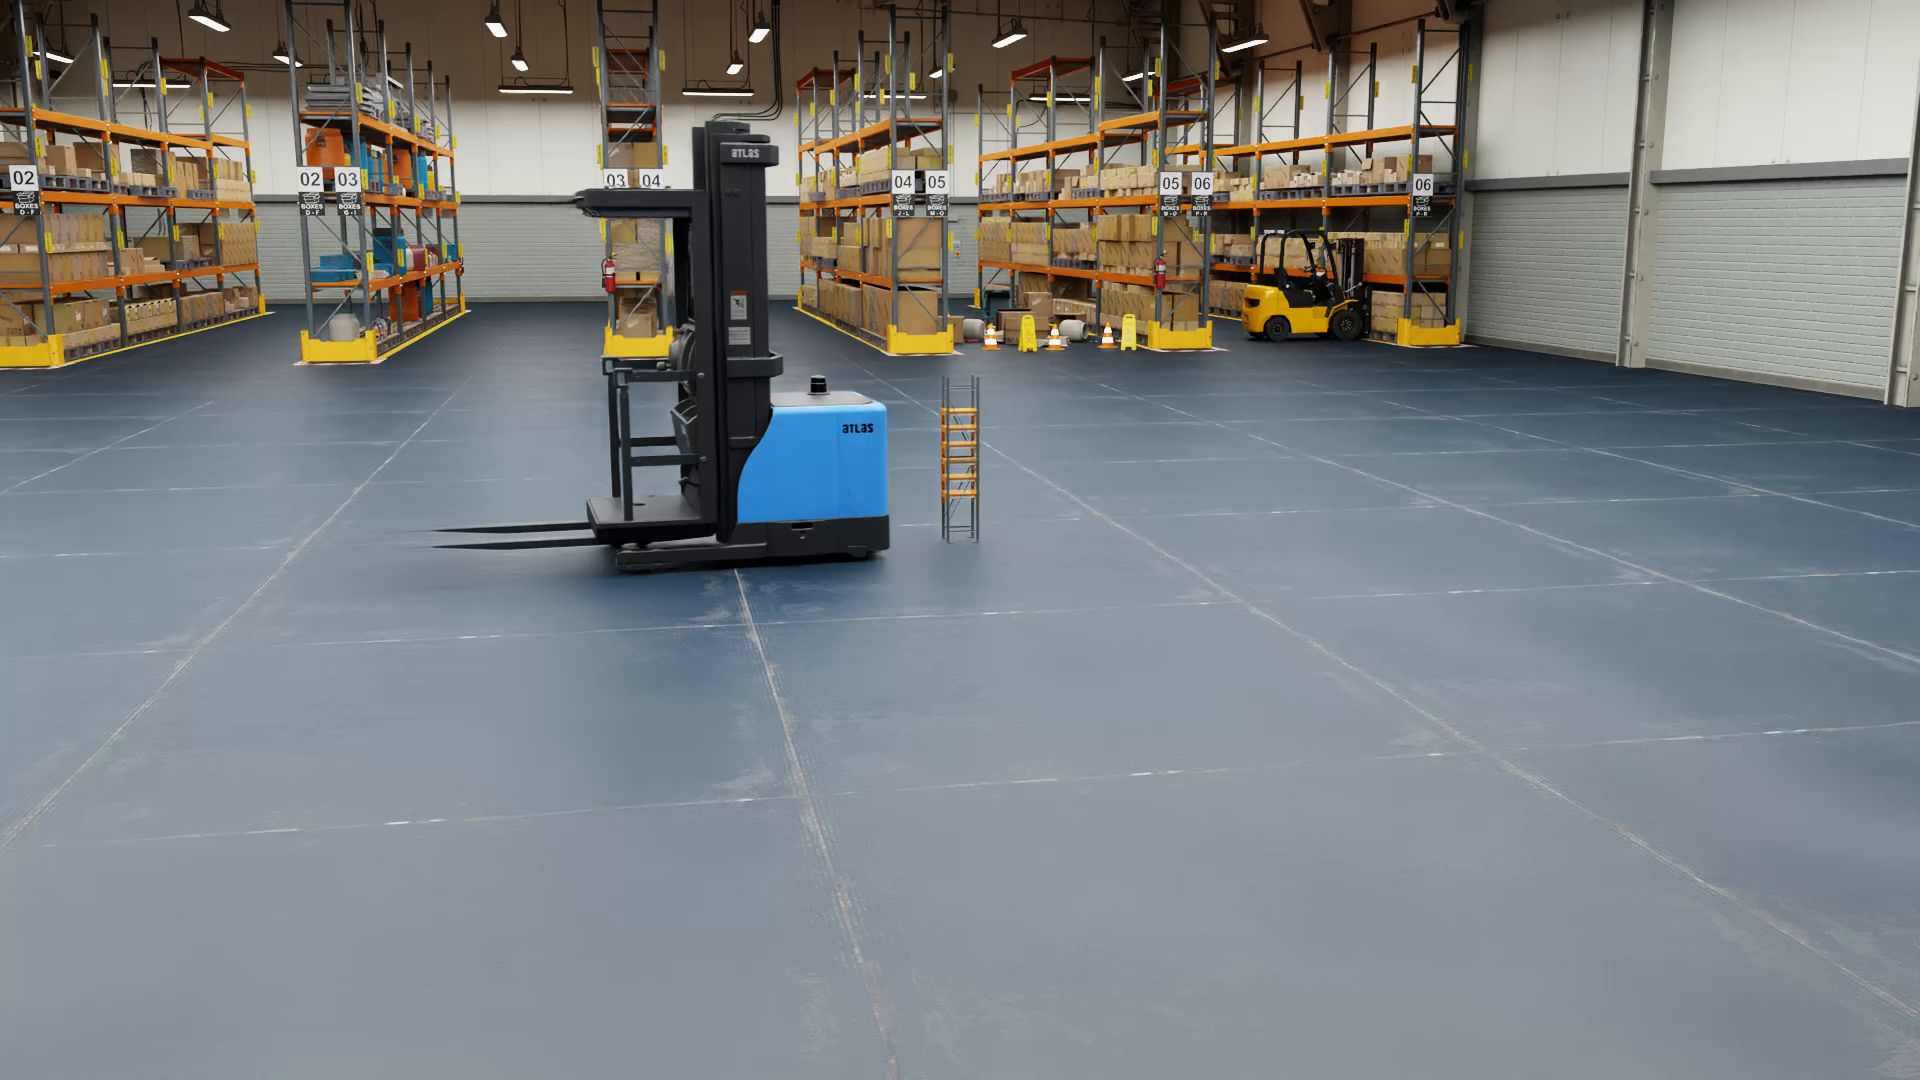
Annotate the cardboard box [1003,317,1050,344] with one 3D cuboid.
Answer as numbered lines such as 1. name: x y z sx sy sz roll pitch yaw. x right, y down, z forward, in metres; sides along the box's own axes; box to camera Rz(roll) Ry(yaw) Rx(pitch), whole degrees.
1. cardboard box: 1.295 -4.057 32.164 0.637 0.503 0.797 9 14 38

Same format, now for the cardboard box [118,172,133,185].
1. cardboard box: -16.409 -7.026 32.342 0.500 0.250 0.500 -3 11 -16

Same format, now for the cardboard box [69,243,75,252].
1. cardboard box: -15.437 -5.017 28.529 0.380 0.149 0.250 -2 11 -12

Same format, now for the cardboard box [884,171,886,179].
1. cardboard box: -1.162 -6.555 29.871 0.380 0.149 0.250 -2 11 -11

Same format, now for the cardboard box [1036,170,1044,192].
1. cardboard box: 2.185 -8.424 39.019 0.700 0.500 0.500 -3 11 -14

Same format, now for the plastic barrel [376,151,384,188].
1. plastic barrel: -11.804 -7.291 33.118 0.600 0.901 0.708 -2 11 -11

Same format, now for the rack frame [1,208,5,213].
1. rack frame: -23.289 -7.087 41.407 1.000 3.000 0.127 -2 11 -11

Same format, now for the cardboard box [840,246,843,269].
1. cardboard box: -2.348 -6.185 36.404 0.500 0.500 0.500 -2 11 -12

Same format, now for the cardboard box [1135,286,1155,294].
1. cardboard box: 3.571 -4.798 31.872 0.380 0.149 0.250 -2 11 -9

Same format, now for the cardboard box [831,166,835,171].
1. cardboard box: -2.720 -8.379 37.857 0.396 0.266 0.258 -2 11 -11

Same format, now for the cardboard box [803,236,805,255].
1. cardboard box: -3.883 -7.794 44.063 0.500 0.500 0.500 -2 11 -11

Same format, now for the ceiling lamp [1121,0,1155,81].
1. ceiling lamp: 4.661 -13.016 40.902 0.800 3.185 2.000 -2 11 -11

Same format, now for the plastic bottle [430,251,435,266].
1. plastic bottle: -12.294 -6.532 38.626 0.144 0.351 0.185 -2 11 -11

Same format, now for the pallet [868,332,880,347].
1. pallet: -1.182 -3.852 31.868 1.003 0.211 1.213 -2 11 -11

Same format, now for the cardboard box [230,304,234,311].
1. cardboard box: -17.701 -5.601 40.003 0.380 0.166 0.250 -2 11 -11

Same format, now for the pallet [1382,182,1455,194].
1. pallet: 8.876 -6.795 32.088 1.003 0.211 1.213 -2 11 -11

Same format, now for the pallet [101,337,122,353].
1. pallet: -15.984 -3.549 30.280 1.003 0.211 1.213 -2 11 -11

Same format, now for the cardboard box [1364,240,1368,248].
1. cardboard box: 8.295 -5.983 33.607 0.380 0.149 0.250 -2 11 -12

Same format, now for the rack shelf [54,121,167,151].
1. rack shelf: -16.486 -7.831 32.264 1.077 0.370 4.000 -2 11 -11

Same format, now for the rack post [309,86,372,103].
1. rack post: -10.867 -7.777 29.189 0.937 0.300 0.954 -2 11 -12

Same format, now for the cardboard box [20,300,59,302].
1. cardboard box: -16.020 -3.919 28.989 0.500 0.500 0.500 -2 11 -11

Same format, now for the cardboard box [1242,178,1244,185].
1. cardboard box: 7.018 -8.643 40.099 0.380 0.149 0.250 -2 11 -12

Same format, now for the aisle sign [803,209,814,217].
1. aisle sign: -4.137 -9.068 44.866 0.394 0.787 0.004 -2 11 -11

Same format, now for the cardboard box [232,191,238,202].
1. cardboard box: -17.795 -8.307 40.197 0.500 0.250 0.500 -2 11 -11

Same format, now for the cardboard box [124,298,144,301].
1. cardboard box: -17.061 -4.824 34.252 0.500 0.311 0.500 -2 11 -9

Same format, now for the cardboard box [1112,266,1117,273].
1. cardboard box: 3.284 -5.455 33.506 0.380 0.149 0.250 -2 11 -9

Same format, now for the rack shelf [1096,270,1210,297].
1. rack shelf: 3.731 -5.066 32.716 1.077 0.370 4.000 -2 11 -11

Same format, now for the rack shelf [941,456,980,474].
1. rack shelf: 0.003 -0.543 12.079 0.258 0.103 0.180 -2 11 -11

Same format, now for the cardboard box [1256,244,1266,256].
1. cardboard box: 7.254 -6.782 38.871 0.500 0.250 0.500 -2 11 -11

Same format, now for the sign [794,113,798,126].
1. sign: -4.361 -11.214 44.337 0.100 0.325 0.005 -2 11 -11

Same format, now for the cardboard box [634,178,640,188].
1. cardboard box: -5.441 -6.190 29.075 0.500 0.250 0.500 -2 11 -9

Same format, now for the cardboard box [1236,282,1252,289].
1. cardboard box: 6.989 -6.229 40.726 0.380 0.149 0.250 -2 11 -9

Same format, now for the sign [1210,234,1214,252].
1. sign: 4.652 -5.498 30.744 0.100 0.325 0.005 -2 11 -11

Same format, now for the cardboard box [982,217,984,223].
1. cardboard box: 0.805 -8.771 45.581 0.380 0.149 0.250 -2 11 -10

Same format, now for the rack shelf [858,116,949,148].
1. rack shelf: -1.105 -7.618 31.149 1.077 0.370 4.000 -2 11 -11

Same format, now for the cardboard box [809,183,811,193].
1. cardboard box: -3.585 -8.967 42.330 0.500 0.250 0.500 -2 11 -9

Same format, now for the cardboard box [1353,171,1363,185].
1. cardboard box: 8.201 -7.347 33.723 0.396 0.266 0.258 -2 11 -12

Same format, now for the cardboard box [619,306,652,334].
1. cardboard box: -6.222 -4.225 31.933 0.500 0.500 0.500 1 11 7

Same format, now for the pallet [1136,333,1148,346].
1. pallet: 3.981 -3.847 31.845 1.003 0.211 1.213 -2 11 -11

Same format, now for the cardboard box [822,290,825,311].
1. cardboard box: -3.062 -5.791 40.164 0.500 0.500 0.500 -2 11 -8

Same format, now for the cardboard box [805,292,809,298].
1. cardboard box: -3.902 -6.490 43.980 0.380 0.149 0.250 -2 11 -9

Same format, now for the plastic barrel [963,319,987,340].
1. plastic barrel: 0.231 -4.170 32.974 0.512 0.421 0.421 6 12 28

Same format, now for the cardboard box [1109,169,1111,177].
1. cardboard box: 3.204 -7.363 33.377 0.380 0.149 0.250 -2 11 -13

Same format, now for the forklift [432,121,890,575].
1. forklift: -2.063 -1.318 11.281 3.031 2.935 1.130 -3 11 -16

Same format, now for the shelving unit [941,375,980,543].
1. shelving unit: 0.003 -0.587 12.070 0.258 1.200 0.189 -2 11 -11

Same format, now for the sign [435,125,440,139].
1. sign: -12.254 -9.577 39.007 0.100 0.325 0.005 -2 11 -11

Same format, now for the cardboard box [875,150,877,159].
1. cardboard box: -1.362 -7.134 30.783 0.380 0.149 0.250 -2 11 -12

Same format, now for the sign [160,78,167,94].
1. sign: -16.331 -9.305 34.094 0.100 0.325 0.005 -2 11 -11

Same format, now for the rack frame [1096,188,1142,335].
1. rack frame: 3.342 -5.786 34.576 1.000 3.000 0.127 -2 11 -11

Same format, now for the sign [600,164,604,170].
1. sign: -6.923 -7.326 32.207 0.100 0.325 0.005 -2 11 -11

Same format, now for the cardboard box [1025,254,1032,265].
1. cardboard box: 1.887 -6.808 40.346 0.500 0.250 0.500 -2 11 -12

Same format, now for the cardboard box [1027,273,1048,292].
1. cardboard box: 2.168 -6.140 40.993 0.875 0.875 0.875 -2 11 -9

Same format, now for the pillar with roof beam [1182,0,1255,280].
1. pillar with roof beam: 3.180 -10.386 42.696 9.100 9.000 0.548 -2 11 -11

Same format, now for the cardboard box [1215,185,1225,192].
1. cardboard box: 6.563 -8.737 41.337 0.380 0.149 0.250 -2 11 -10
